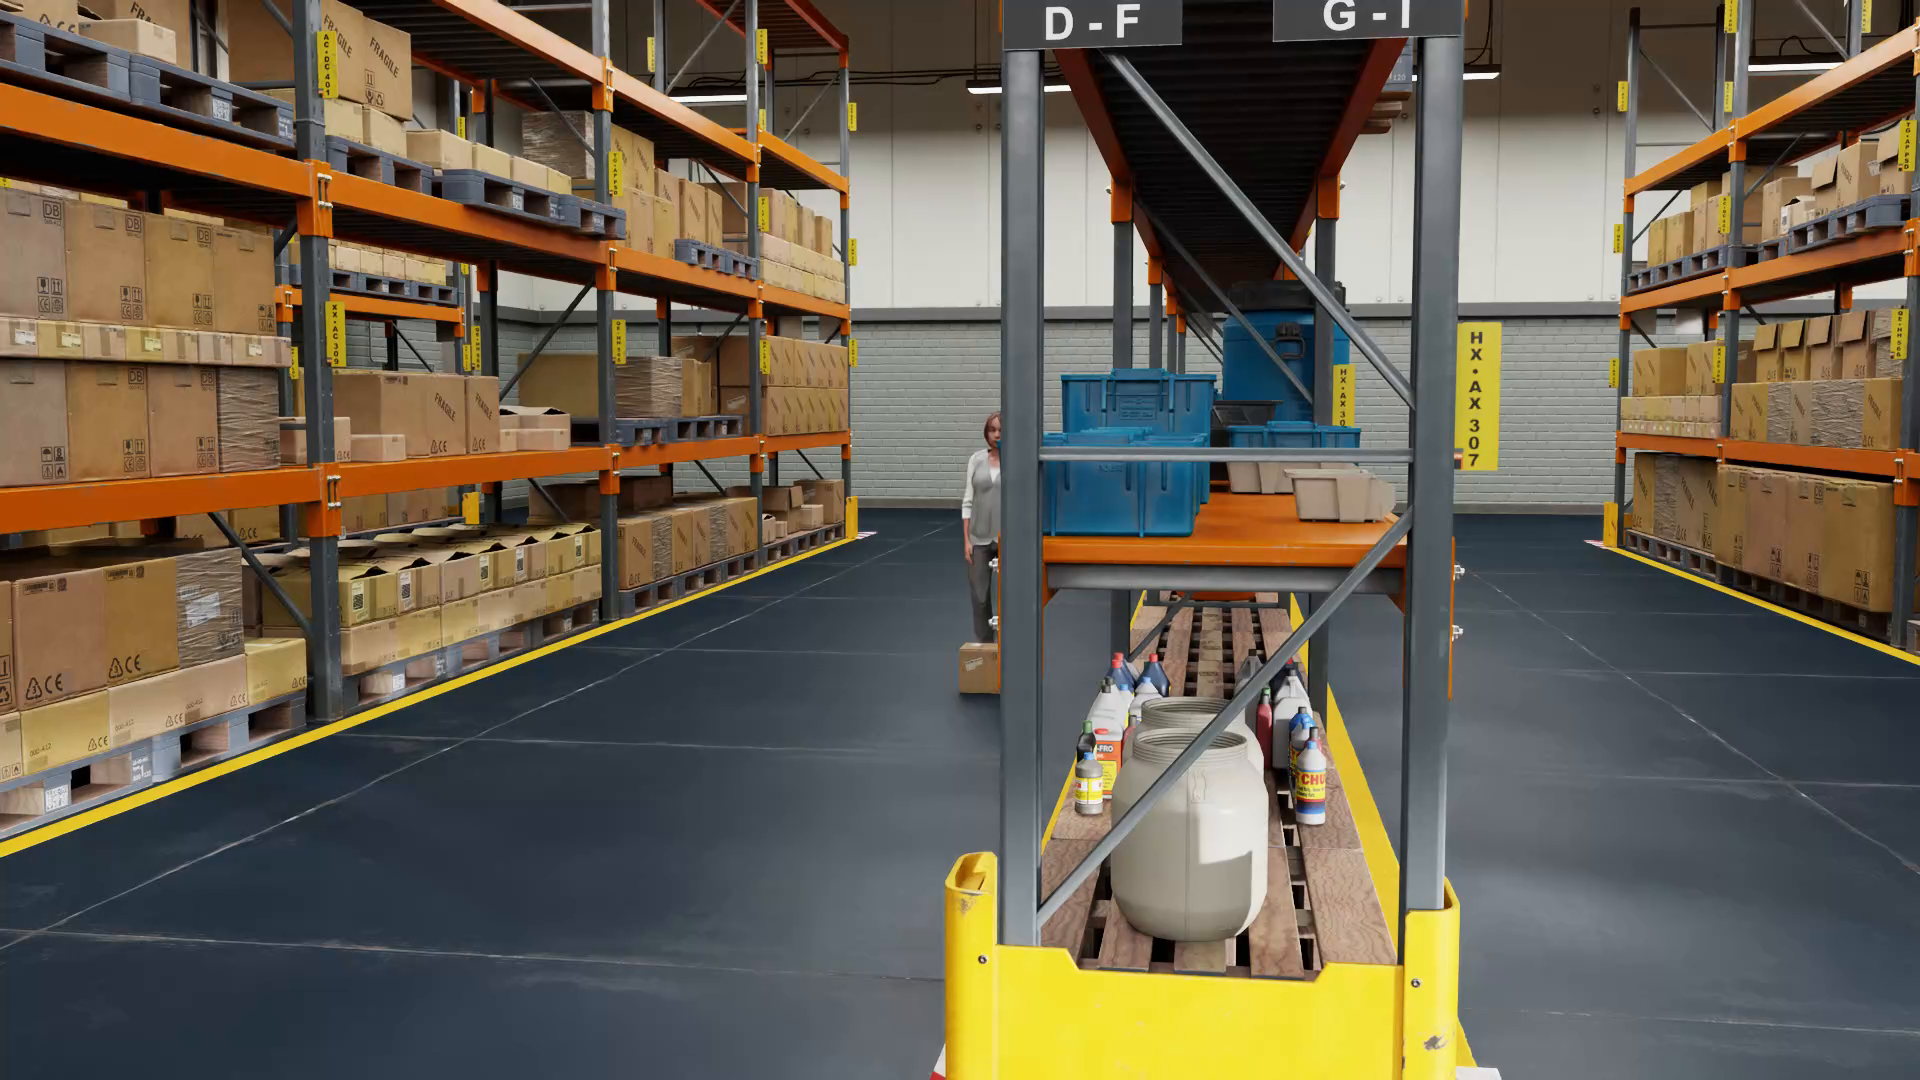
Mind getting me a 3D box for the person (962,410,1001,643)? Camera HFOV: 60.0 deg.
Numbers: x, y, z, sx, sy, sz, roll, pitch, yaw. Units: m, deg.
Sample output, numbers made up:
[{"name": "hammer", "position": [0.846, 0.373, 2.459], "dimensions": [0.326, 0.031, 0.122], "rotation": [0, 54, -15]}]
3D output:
[{"name": "person", "position": [0.217, 0.041, 9.833], "dimensions": [0.418, 1.613, 0.557], "rotation": [1, 5, 9]}]
